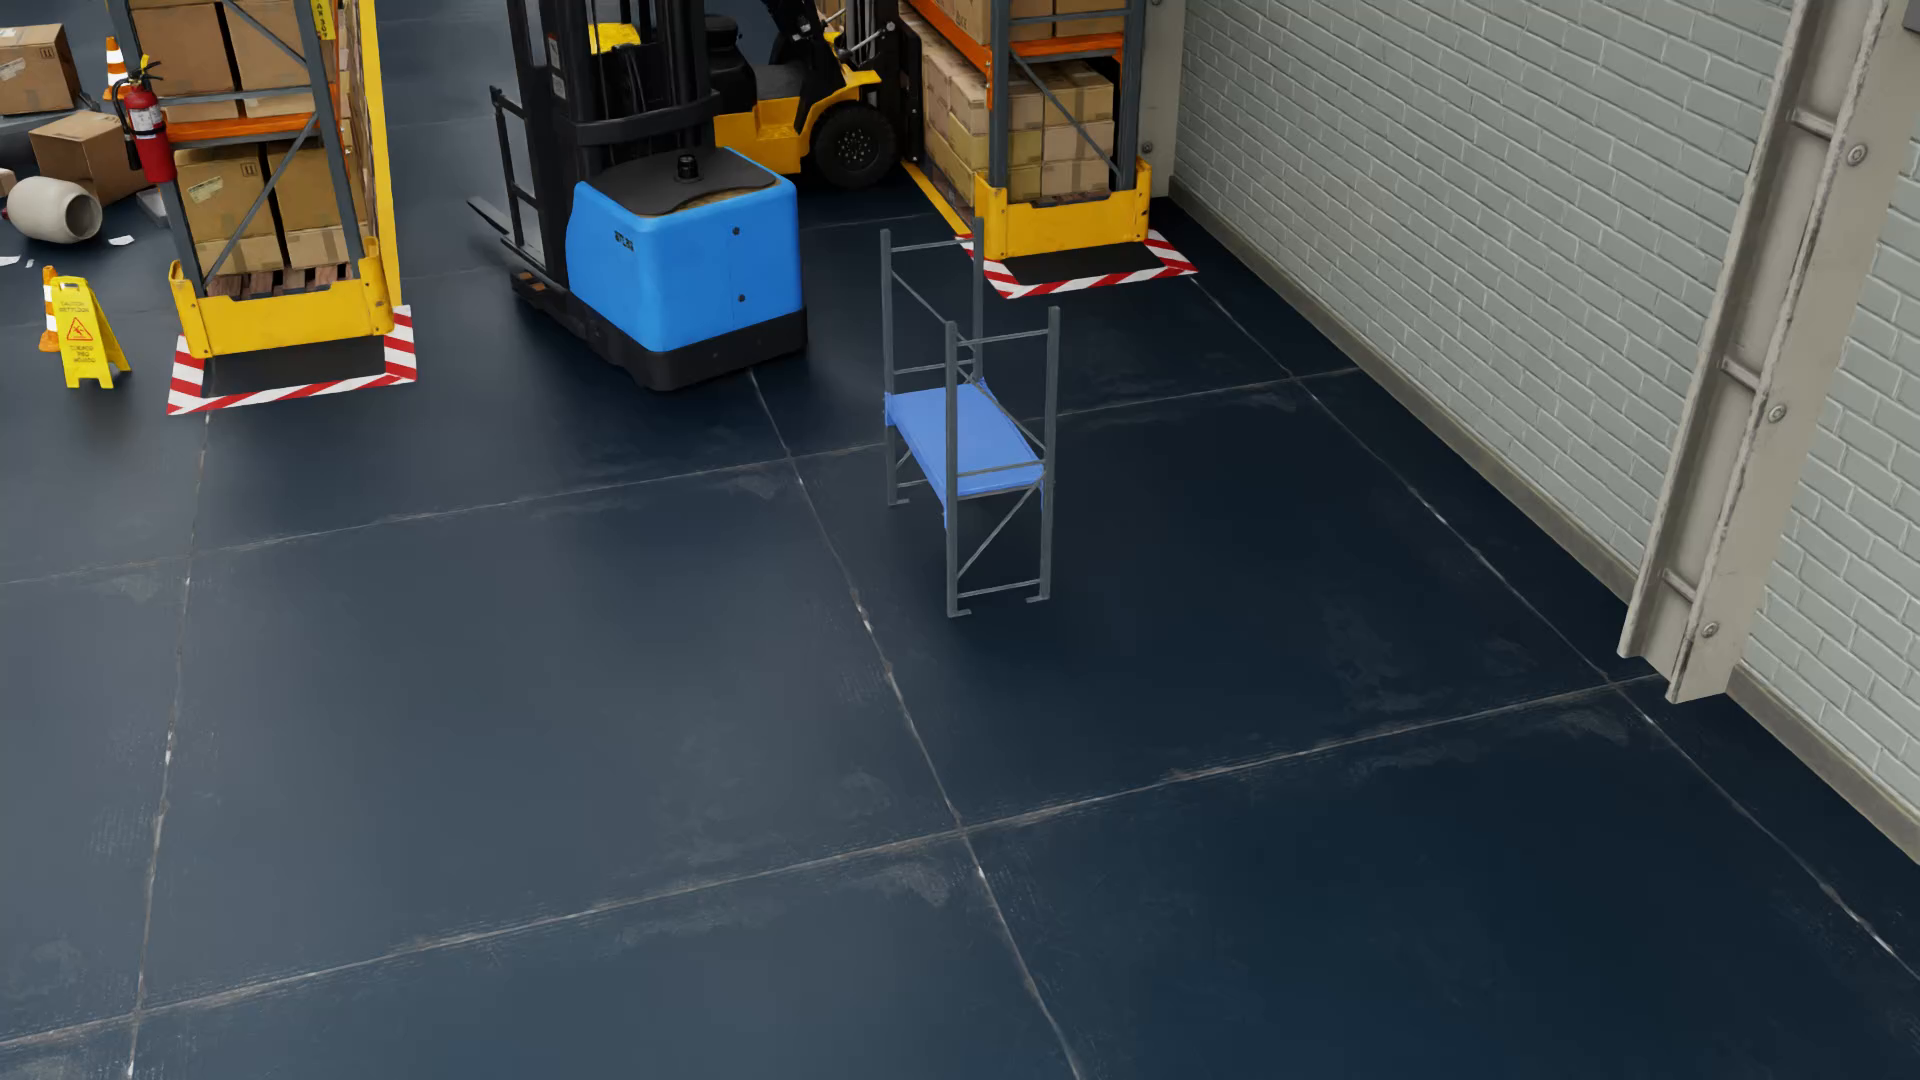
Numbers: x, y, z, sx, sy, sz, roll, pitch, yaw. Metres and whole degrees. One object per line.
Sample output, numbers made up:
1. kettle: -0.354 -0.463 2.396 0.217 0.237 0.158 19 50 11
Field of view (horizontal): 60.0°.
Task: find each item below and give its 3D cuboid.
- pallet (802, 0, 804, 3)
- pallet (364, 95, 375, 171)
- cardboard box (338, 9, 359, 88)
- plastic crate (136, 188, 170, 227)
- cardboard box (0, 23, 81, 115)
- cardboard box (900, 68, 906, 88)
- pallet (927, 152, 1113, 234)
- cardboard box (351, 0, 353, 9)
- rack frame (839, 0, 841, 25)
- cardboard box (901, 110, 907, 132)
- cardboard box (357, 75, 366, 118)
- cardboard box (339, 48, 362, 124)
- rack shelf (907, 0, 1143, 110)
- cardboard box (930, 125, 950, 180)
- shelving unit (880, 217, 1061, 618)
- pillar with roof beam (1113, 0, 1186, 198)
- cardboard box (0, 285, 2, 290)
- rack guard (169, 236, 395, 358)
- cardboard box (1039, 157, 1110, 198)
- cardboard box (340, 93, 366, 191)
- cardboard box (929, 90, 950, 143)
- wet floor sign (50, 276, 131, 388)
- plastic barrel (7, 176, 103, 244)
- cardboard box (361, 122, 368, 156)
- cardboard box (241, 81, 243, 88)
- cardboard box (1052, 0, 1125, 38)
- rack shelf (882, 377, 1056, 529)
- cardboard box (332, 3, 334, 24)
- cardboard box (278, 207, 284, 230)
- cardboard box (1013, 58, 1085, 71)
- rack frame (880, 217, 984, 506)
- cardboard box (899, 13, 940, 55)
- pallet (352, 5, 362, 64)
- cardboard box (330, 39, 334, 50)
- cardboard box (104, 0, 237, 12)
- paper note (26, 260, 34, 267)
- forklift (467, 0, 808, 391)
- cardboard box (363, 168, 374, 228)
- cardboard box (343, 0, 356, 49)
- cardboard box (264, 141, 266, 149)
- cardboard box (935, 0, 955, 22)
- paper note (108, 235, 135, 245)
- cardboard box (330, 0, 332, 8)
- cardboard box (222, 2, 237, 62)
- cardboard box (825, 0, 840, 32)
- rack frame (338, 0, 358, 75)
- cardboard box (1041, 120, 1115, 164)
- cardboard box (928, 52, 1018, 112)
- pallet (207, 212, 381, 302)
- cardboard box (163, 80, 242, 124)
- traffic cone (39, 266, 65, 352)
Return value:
1. pallet: -1.173 -5.264 16.025 1.003 0.211 1.213 -10 35 -15
2. pallet: -5.023 -3.059 12.688 1.003 0.211 1.213 -10 35 -15
3. cardboard box: -4.826 -3.645 12.478 0.500 0.500 0.500 -10 35 -15
4. plastic crate: -5.564 -2.389 11.793 0.402 0.080 0.583 -23 40 -31
5. cardboard box: -6.948 -3.527 12.447 0.500 0.500 0.500 -10 35 -15
6. cardboard box: -0.231 -3.541 12.548 0.500 0.250 0.500 -10 35 -15
7. pallet: 0.411 -2.537 11.898 1.003 0.211 1.213 -10 35 -15
8. cardboard box: -6.086 -5.064 15.195 0.950 0.372 0.625 -11 35 -16
9. rack frame: -0.536 -5.406 13.710 1.000 3.000 0.127 -10 35 -15
10. cardboard box: -0.226 -3.323 12.671 0.500 0.250 0.500 -9 34 -13
11. cardboard box: -4.825 -3.332 12.685 0.500 0.250 0.500 -8 34 -13
12. cardboard box: -4.512 -3.110 11.669 0.500 0.500 0.500 -8 34 -12
13. rack shelf: 0.074 -4.056 12.319 1.077 0.370 4.000 -10 35 -15
14. cardboard box: 0.098 -2.790 11.865 0.500 0.250 0.500 -10 35 -15
15. shelving unit: 0.026 -0.581 7.769 0.538 1.500 1.048 -10 35 -15
16. pillar with roof beam: -2.769 -5.602 8.565 9.100 9.000 0.400 -10 35 -15
17. cardboard box: -6.365 -1.628 10.578 0.380 0.149 0.250 7 34 10
18. rack guard: -4.065 -1.466 10.015 1.175 0.500 0.348 -10 35 -15
19. cardboard box: 0.721 -2.625 11.614 0.500 0.250 0.500 -10 35 -15
20. cardboard box: -4.196 -2.566 10.846 0.500 0.500 0.500 -11 35 -17
21. cardboard box: 0.096 -3.010 11.745 0.500 0.250 0.500 -10 35 -15
22. wet floor sign: -5.003 -1.207 9.492 0.267 0.644 0.232 1 33 2
23. plastic barrel: -6.113 -2.224 11.232 0.512 0.421 0.421 13 36 18
24. cardboard box: -4.503 -2.786 11.859 0.500 0.250 0.500 -9 35 -14
25. cardboard box: -4.039 -2.708 9.855 0.380 0.149 0.250 -10 35 -14
26. cardboard box: 0.798 -3.654 10.969 0.500 0.500 0.500 -9 34 -13
27. rack shelf: 0.026 -0.431 7.868 0.538 0.185 1.000 -10 35 -15
28. cardboard box: -4.398 -3.546 11.123 0.380 0.149 0.250 -10 35 -14
29. cardboard box: -4.695 -2.150 10.895 0.500 0.250 0.500 -10 35 -15
30. cardboard box: 0.562 -3.297 11.725 0.500 0.250 0.500 -10 35 -15
31. rack frame: -0.129 -0.848 8.173 0.500 1.500 0.032 -10 35 -15
32. cardboard box: -0.225 -3.738 12.392 0.500 0.250 0.500 -11 35 -16
33. pallet: -5.876 -4.456 14.802 1.003 0.211 1.213 -10 35 -15
34. cardboard box: -4.083 -3.202 10.014 0.500 0.500 0.500 -9 35 -13
35. cardboard box: -4.405 -3.284 9.231 0.700 0.500 0.500 -11 35 -16
36. paper note: -6.160 -1.832 11.013 0.032 0.001 0.123 -10 35 -15
37. forklift: -2.194 -2.817 9.855 1.130 2.935 3.031 -23 40 -30
38. cardboard box: -4.173 -2.236 11.027 0.500 0.250 0.500 -9 34 -13
39. cardboard box: -5.647 -4.300 14.039 0.950 0.372 0.625 -8 34 -12
40. cardboard box: -4.697 -2.460 10.685 0.500 0.500 0.500 -9 34 -13
41. cardboard box: 0.135 -3.836 11.243 0.500 0.500 0.500 -9 34 -13
42. paper note: -5.705 -2.043 11.314 0.142 0.019 0.148 -23 40 -31
43. cardboard box: -4.402 -3.735 10.820 0.500 0.500 0.500 -11 35 -16
44. cardboard box: -4.618 -3.137 9.916 0.500 0.500 0.500 -10 35 -15
45. cardboard box: -0.705 -4.862 14.661 0.875 0.625 0.625 -8 34 -13
46. rack frame: -5.262 -4.569 12.444 1.000 3.000 0.127 -10 35 -15
47. cardboard box: 0.739 -2.824 11.463 0.500 0.250 0.500 -9 35 -14
48. cardboard box: 0.086 -3.207 11.589 0.500 0.250 0.500 -9 35 -14
49. pallet: -4.279 -1.778 10.749 1.003 0.211 1.213 -10 35 -15
50. cardboard box: -4.359 -2.525 9.578 0.380 0.149 0.250 -9 34 -13
51. traffic cone: -5.401 -1.420 9.978 0.336 0.463 0.334 -10 35 -15
